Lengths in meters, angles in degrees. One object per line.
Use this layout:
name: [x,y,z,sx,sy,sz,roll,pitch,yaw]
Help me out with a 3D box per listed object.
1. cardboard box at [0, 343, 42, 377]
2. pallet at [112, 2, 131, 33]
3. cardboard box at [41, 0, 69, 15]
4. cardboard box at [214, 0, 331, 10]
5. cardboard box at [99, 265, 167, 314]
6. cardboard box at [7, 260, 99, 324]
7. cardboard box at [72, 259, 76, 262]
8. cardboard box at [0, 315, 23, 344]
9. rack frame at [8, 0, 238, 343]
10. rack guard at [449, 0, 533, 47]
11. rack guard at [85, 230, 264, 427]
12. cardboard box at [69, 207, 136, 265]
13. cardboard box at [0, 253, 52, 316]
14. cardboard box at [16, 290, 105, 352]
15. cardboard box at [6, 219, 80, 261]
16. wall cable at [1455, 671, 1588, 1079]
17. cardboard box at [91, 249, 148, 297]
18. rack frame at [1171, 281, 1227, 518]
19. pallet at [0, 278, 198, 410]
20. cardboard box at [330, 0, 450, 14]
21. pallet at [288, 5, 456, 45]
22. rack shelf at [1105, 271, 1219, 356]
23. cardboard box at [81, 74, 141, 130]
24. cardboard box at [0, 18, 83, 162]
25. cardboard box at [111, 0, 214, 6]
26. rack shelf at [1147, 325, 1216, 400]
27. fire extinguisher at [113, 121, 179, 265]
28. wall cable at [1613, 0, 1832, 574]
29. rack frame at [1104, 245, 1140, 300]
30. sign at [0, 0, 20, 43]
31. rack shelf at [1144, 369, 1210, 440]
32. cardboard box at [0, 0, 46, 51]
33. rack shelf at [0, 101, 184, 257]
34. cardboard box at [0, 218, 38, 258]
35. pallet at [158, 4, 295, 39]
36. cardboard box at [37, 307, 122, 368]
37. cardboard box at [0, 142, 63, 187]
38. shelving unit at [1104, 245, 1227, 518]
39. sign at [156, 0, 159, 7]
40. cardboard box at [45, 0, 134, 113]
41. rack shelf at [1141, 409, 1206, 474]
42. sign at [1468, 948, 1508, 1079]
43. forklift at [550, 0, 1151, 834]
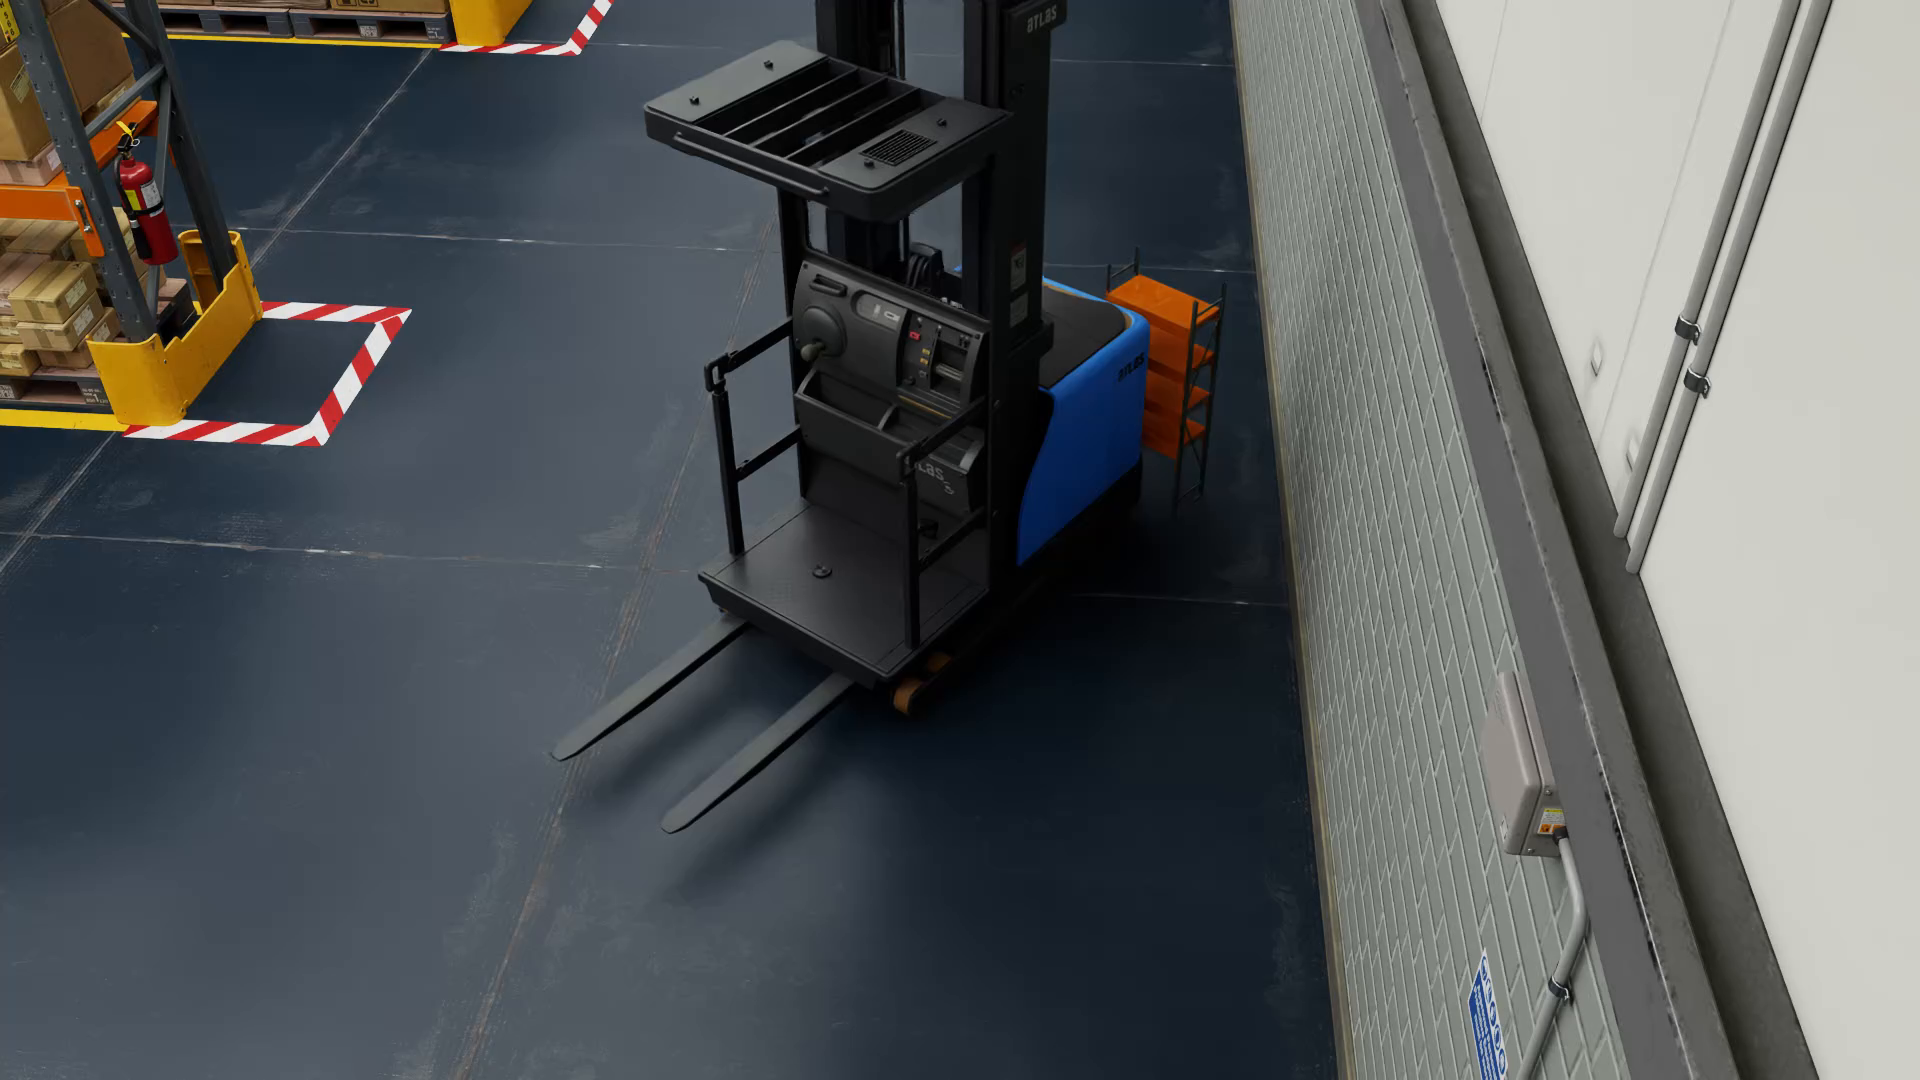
cardboard box: [-4.927,-1.028,8.733,0.250,0.149,0.380,4,39,5]
pallet: [-6.825,-4.282,13.014,1.213,0.211,1.003,3,39,4]
cardboard box: [-4.544,-2.856,7.946,0.500,0.500,0.500,3,39,4]
cardboard box: [-5.142,-4.610,12.558,0.875,0.875,0.875,3,39,4]
cardboard box: [-4.614,-1.410,9.202,0.250,0.149,0.380,4,39,5]
cardboard box: [-4.669,-1.280,8.571,0.250,0.149,0.380,4,39,4]
cardboard box: [-4.888,-1.536,9.121,0.250,0.149,0.380,3,39,4]
cardboard box: [-4.926,-1.193,8.700,0.250,0.149,0.380,2,39,3]
rack frame: [-4.120,-2.123,8.152,0.127,3.000,1.000,3,39,4]
rack guard: [-3.567,-4.266,12.765,0.348,0.500,1.175,3,39,4]
rack guard: [-4.196,-1.157,8.946,0.348,0.500,1.175,3,39,4]
cardboard box: [-4.613,-1.653,9.029,0.250,0.149,0.380,1,39,2]
cardboard box: [-4.915,-1.330,8.633,0.250,0.149,0.380,4,39,5]
cardboard box: [-4.670,-1.145,8.641,0.250,0.149,0.380,2,39,3]
cardboard box: [-4.898,-1.592,8.955,0.250,0.149,0.380,4,39,5]
wall cable: [1.173,0.882,3.631,0.123,1.953,0.585,3,39,4]
cardboard box: [-4.620,-1.485,9.059,0.250,0.149,0.380,5,39,6]
rack frame: [1.110,-0.633,7.748,0.015,1.200,0.240,30,48,31]
pallet: [-5.002,-1.112,9.119,1.213,0.211,1.003,3,39,4]
cardboard box: [-4.236,-4.560,12.497,0.875,0.875,0.875,3,39,4]
pallet: [-4.395,-4.149,12.851,1.213,0.211,1.003,3,39,4]
rack shelf: [0.929,-1.042,7.627,0.480,0.148,0.258,30,48,31]
cardboard box: [-4.414,-2.249,8.506,0.250,0.149,0.380,3,39,3]
cardboard box: [-4.590,-2.139,7.858,0.500,0.500,0.500,4,39,5]
cardboard box: [-6.029,-4.658,12.617,0.875,0.875,0.875,3,39,4]
rack shelf: [0.929,-0.858,7.776,0.480,0.148,0.258,30,48,31]
fire extinguisher: [-3.909,-1.644,7.921,0.183,0.674,0.296,3,39,4]
wall cable: [1.245,-1.198,2.264,0.029,3.000,0.463,3,39,4]
rack frame: [0.748,-0.840,8.002,0.015,1.200,0.240,30,48,31]
sign: [-4.188,-2.346,7.259,0.005,0.325,0.100,3,39,4]
rack shelf: [0.929,-0.685,7.917,0.480,0.148,0.258,30,48,31]
cardboard box: [-4.597,-2.533,7.550,0.500,0.500,0.500,2,39,3]
rack shelf: [-6.112,-1.953,8.513,4.000,0.370,1.077,3,39,4]
cardboard box: [-5.138,-1.687,9.071,0.250,0.149,0.380,3,39,4]
pallet: [-5.607,-4.218,12.935,1.213,0.211,1.003,3,39,4]
cardboard box: [-4.662,-1.077,8.794,0.250,0.149,0.380,4,39,5]
cardboard box: [-4.469,-1.865,8.035,0.250,0.149,0.380,3,39,4]
shelving unit: [0.929,-0.737,7.875,0.503,1.200,0.258,30,48,31]
sign: [-4.073,-2.800,8.298,0.005,0.325,0.100,3,39,4]
cardboard box: [-4.543,-2.475,8.270,0.500,0.500,0.500,5,39,6]
rack shelf: [0.929,-0.530,8.043,0.480,0.148,0.258,30,48,31]
sign: [1.239,1.157,3.909,0.001,0.218,0.327,3,39,4]
forklift: [-0.425,-0.750,6.521,1.130,2.935,3.031,26,46,28]
